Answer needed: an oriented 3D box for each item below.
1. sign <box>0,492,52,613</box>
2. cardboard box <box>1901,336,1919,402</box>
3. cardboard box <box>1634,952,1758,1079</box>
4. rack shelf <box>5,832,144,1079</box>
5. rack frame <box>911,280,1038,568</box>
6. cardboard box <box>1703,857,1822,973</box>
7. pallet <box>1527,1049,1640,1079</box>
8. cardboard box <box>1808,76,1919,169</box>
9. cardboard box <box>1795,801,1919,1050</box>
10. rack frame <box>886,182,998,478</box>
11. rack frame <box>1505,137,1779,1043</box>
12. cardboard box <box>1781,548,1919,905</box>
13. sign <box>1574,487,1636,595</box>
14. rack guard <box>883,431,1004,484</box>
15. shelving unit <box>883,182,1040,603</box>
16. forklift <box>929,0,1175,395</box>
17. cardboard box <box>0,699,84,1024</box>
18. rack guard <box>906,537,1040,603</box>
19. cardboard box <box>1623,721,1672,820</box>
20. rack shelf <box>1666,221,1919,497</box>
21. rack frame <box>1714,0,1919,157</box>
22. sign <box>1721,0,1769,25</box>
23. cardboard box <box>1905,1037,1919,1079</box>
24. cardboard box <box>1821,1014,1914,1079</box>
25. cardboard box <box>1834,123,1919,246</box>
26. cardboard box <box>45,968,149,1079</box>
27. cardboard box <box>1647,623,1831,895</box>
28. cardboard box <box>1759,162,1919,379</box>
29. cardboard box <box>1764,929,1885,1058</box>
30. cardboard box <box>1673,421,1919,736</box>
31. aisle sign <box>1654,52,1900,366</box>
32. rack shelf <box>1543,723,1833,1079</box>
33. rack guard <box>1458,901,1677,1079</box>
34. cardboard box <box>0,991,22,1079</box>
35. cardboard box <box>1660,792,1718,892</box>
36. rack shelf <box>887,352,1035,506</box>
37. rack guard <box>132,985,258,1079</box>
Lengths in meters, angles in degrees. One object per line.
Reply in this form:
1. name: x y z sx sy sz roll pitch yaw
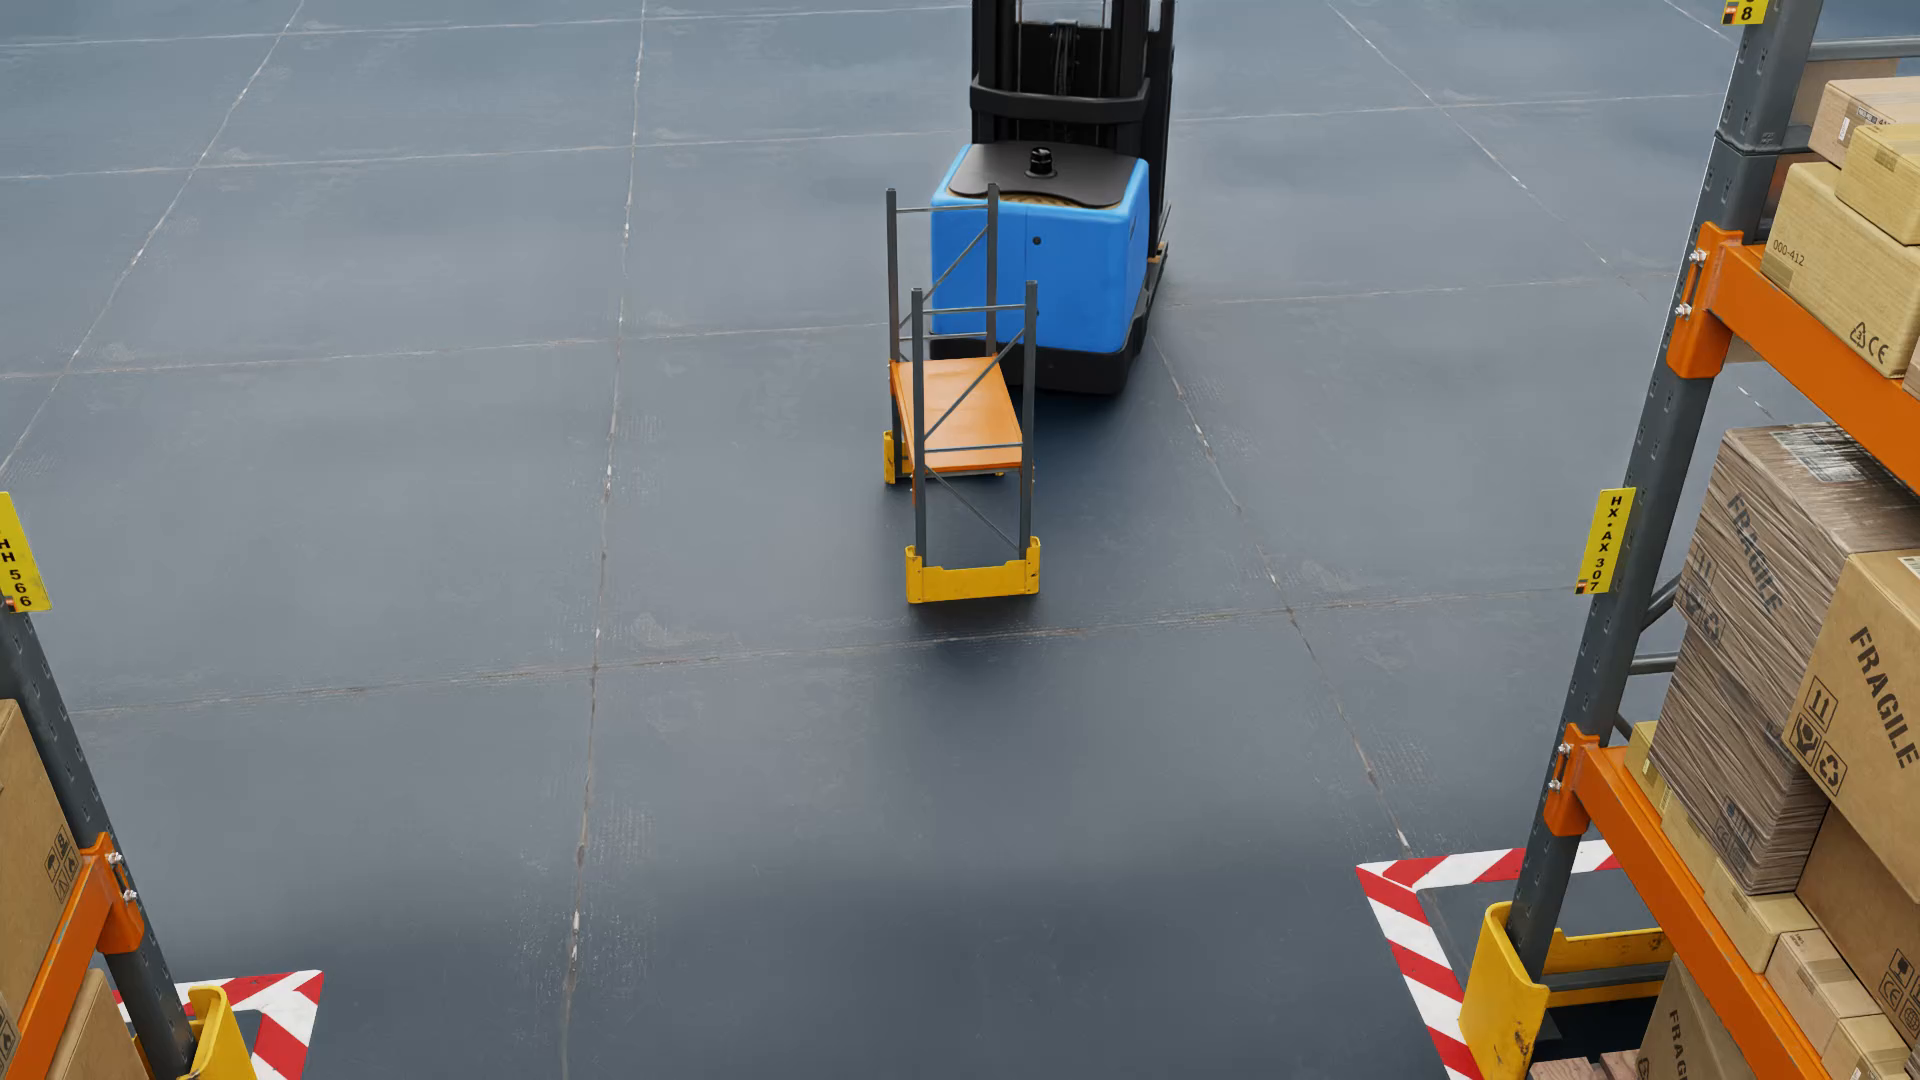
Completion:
1. sign: -2.177 0.031 3.802 0.100 0.325 0.005 -4 35 -6
2. cardboard box: 2.096 -0.280 2.967 0.500 0.250 0.500 -5 35 -7
3. cardboard box: 2.279 1.531 4.687 0.500 0.500 0.500 2 34 2
4. rack shelf: -2.448 2.054 2.711 1.077 0.370 4.000 -4 35 -6
5. rack frame: 0.057 -0.384 6.981 0.500 1.500 0.032 -4 35 -6
6. cardboard box: 2.047 0.884 4.012 0.380 0.149 0.250 -4 35 -6
7. pallet: 2.296 1.973 4.668 1.003 0.211 1.213 -4 35 -6
8. cardboard box: 2.020 -0.849 3.448 0.380 0.149 0.250 -5 35 -7
9. cardboard box: 2.445 0.737 3.653 0.875 0.500 0.500 -4 35 -6
10. rack frame: -0.080 -0.951 7.814 0.500 1.500 0.032 -4 35 -6
11. rack frame: 2.212 0.322 4.614 1.000 3.000 0.127 -4 35 -6
12. cardboard box: 2.076 0.352 3.330 0.500 0.500 0.500 -4 35 -6
13. sign: 1.674 0.005 4.310 0.100 0.325 0.005 -4 35 -6
14. rack guard: -0.077 -0.424 8.150 0.587 0.250 0.087 -4 35 -6
15. shelving unit: -0.010 -0.662 7.390 0.587 1.500 1.083 -4 35 -6
16. forklift: 0.659 -2.800 9.256 1.130 2.935 3.031 7 35 10
17. cardboard box: -2.622 0.783 3.805 0.875 0.550 0.550 -4 35 -6
18. rack guard: 0.057 0.132 7.334 0.587 0.250 0.087 -4 35 -6
19. cardboard box: 2.014 0.603 4.425 0.380 0.149 0.250 -4 35 -6
20. rack shelf: 2.481 0.496 2.334 1.077 0.370 4.000 -4 35 -6
21. rack frame: 2.212 -2.157 2.925 1.000 3.000 0.127 -4 35 -6
22. sign: 1.674 -1.238 3.463 0.100 0.325 0.005 -4 35 -6
23. cardboard box: 2.469 1.019 3.238 0.875 0.500 0.500 -4 35 -6
24. cardboard box: 2.128 1.162 3.604 0.380 0.149 0.250 -4 35 -6
25. cardboard box: 1.959 -0.697 3.225 0.380 0.149 0.250 -4 34 -5
26. cardboard box: -2.560 1.719 4.078 0.875 0.875 0.875 -4 34 -6
27. cardboard box: 2.258 0.467 4.049 0.875 0.500 0.500 -4 35 -6
28. cardboard box: 2.020 -0.567 3.388 0.500 0.250 0.500 -3 34 -5
29. cardboard box: 2.101 1.022 3.809 0.380 0.149 0.250 -4 35 -6
30. cardboard box: 2.016 0.072 3.740 0.500 0.500 0.500 -4 35 -6
31. aisle sign: 1.906 -0.764 3.899 0.394 0.787 0.004 -4 35 -6
32. rack shelf: 2.481 1.735 3.179 1.077 0.370 4.000 -4 35 -6
33. rack guard: 2.222 1.397 5.256 1.175 0.500 0.348 -4 35 -6
34. cardboard box: -2.526 1.088 3.357 0.875 0.550 0.550 -4 35 -6
35. cardboard box: 2.028 0.744 4.218 0.380 0.149 0.250 -4 35 -6
36. rack shelf: -0.011 -0.519 7.499 0.538 0.185 1.000 -4 35 -6
37. rack guard: -2.720 1.661 4.869 1.175 0.500 0.348 -4 35 -6
